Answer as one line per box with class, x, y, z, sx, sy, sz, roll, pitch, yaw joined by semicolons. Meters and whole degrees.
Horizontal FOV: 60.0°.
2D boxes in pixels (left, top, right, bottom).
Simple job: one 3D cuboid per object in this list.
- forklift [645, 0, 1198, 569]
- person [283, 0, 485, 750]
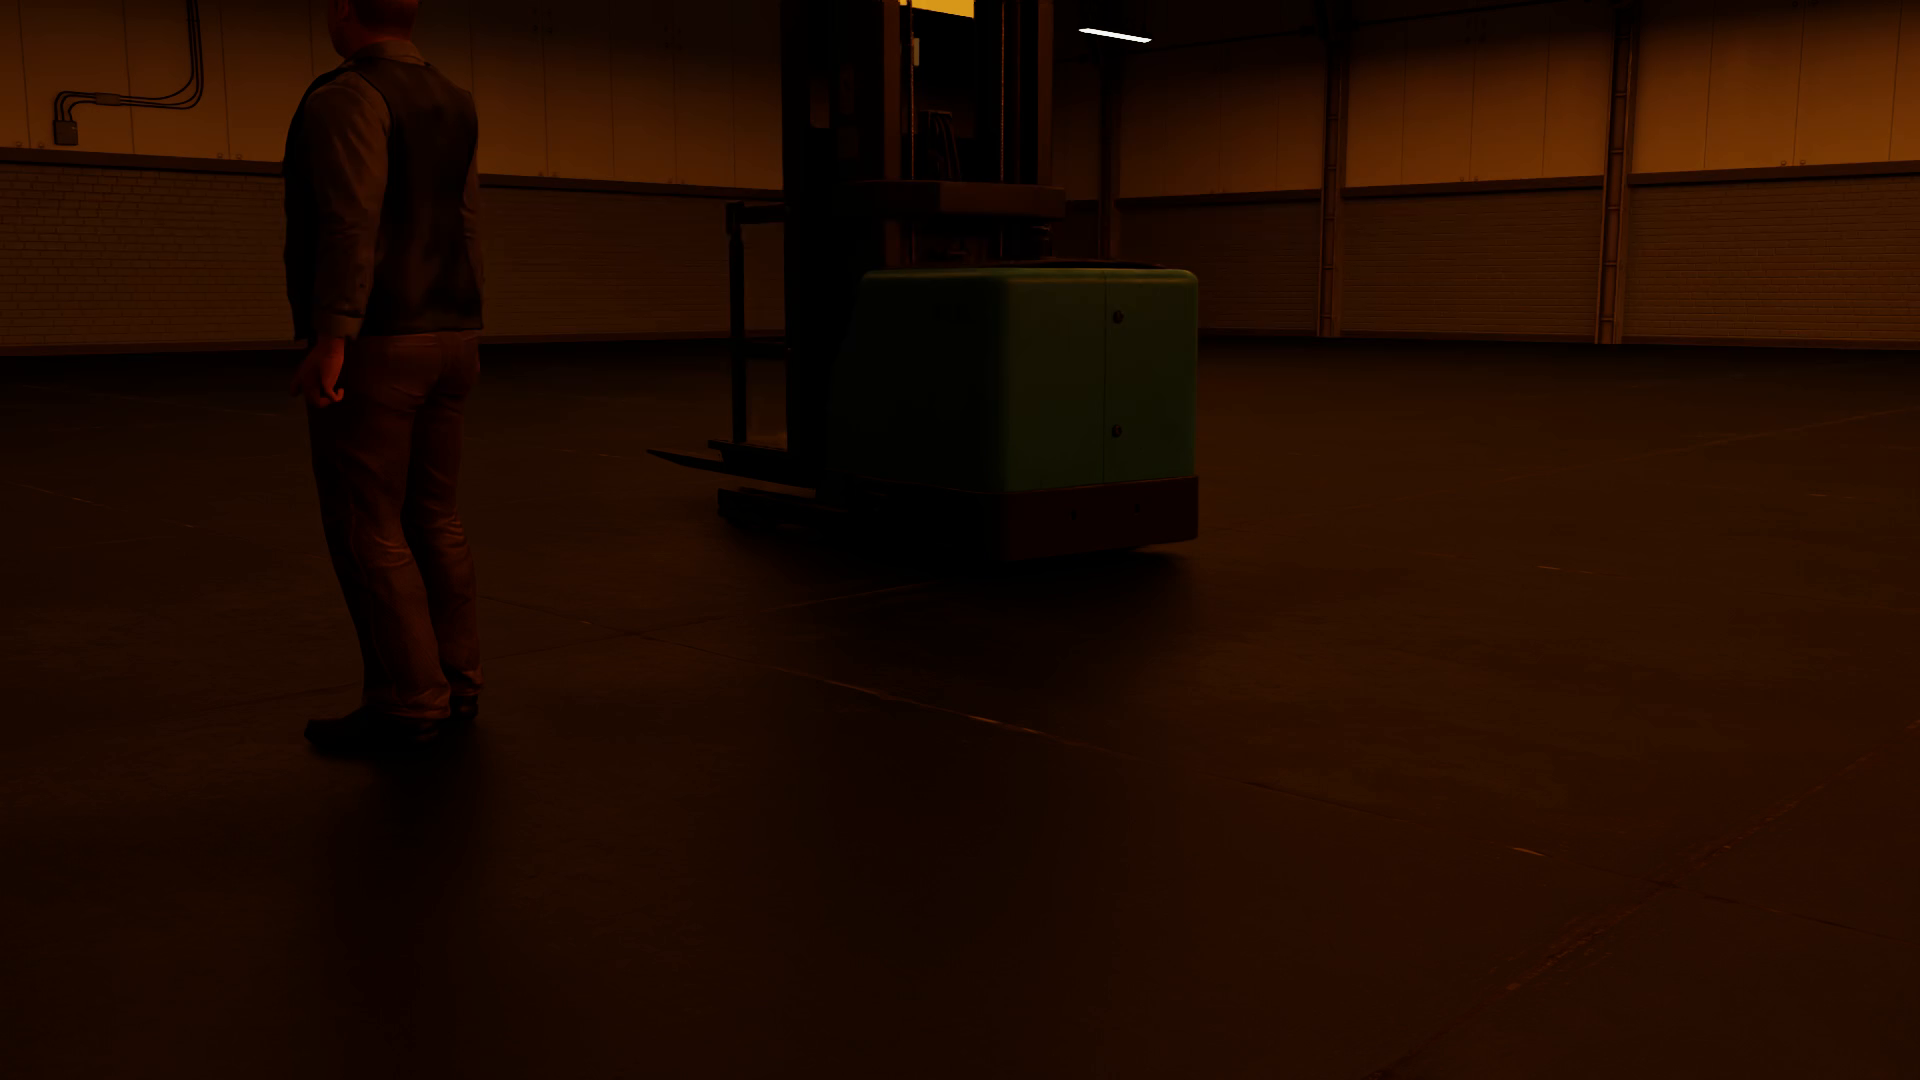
forklift;-0.380;-1.522;6.982;1.130;2.935;3.031;-6;11;-36
person;-1.279;-0.414;3.687;0.387;1.725;0.580;2;9;14
